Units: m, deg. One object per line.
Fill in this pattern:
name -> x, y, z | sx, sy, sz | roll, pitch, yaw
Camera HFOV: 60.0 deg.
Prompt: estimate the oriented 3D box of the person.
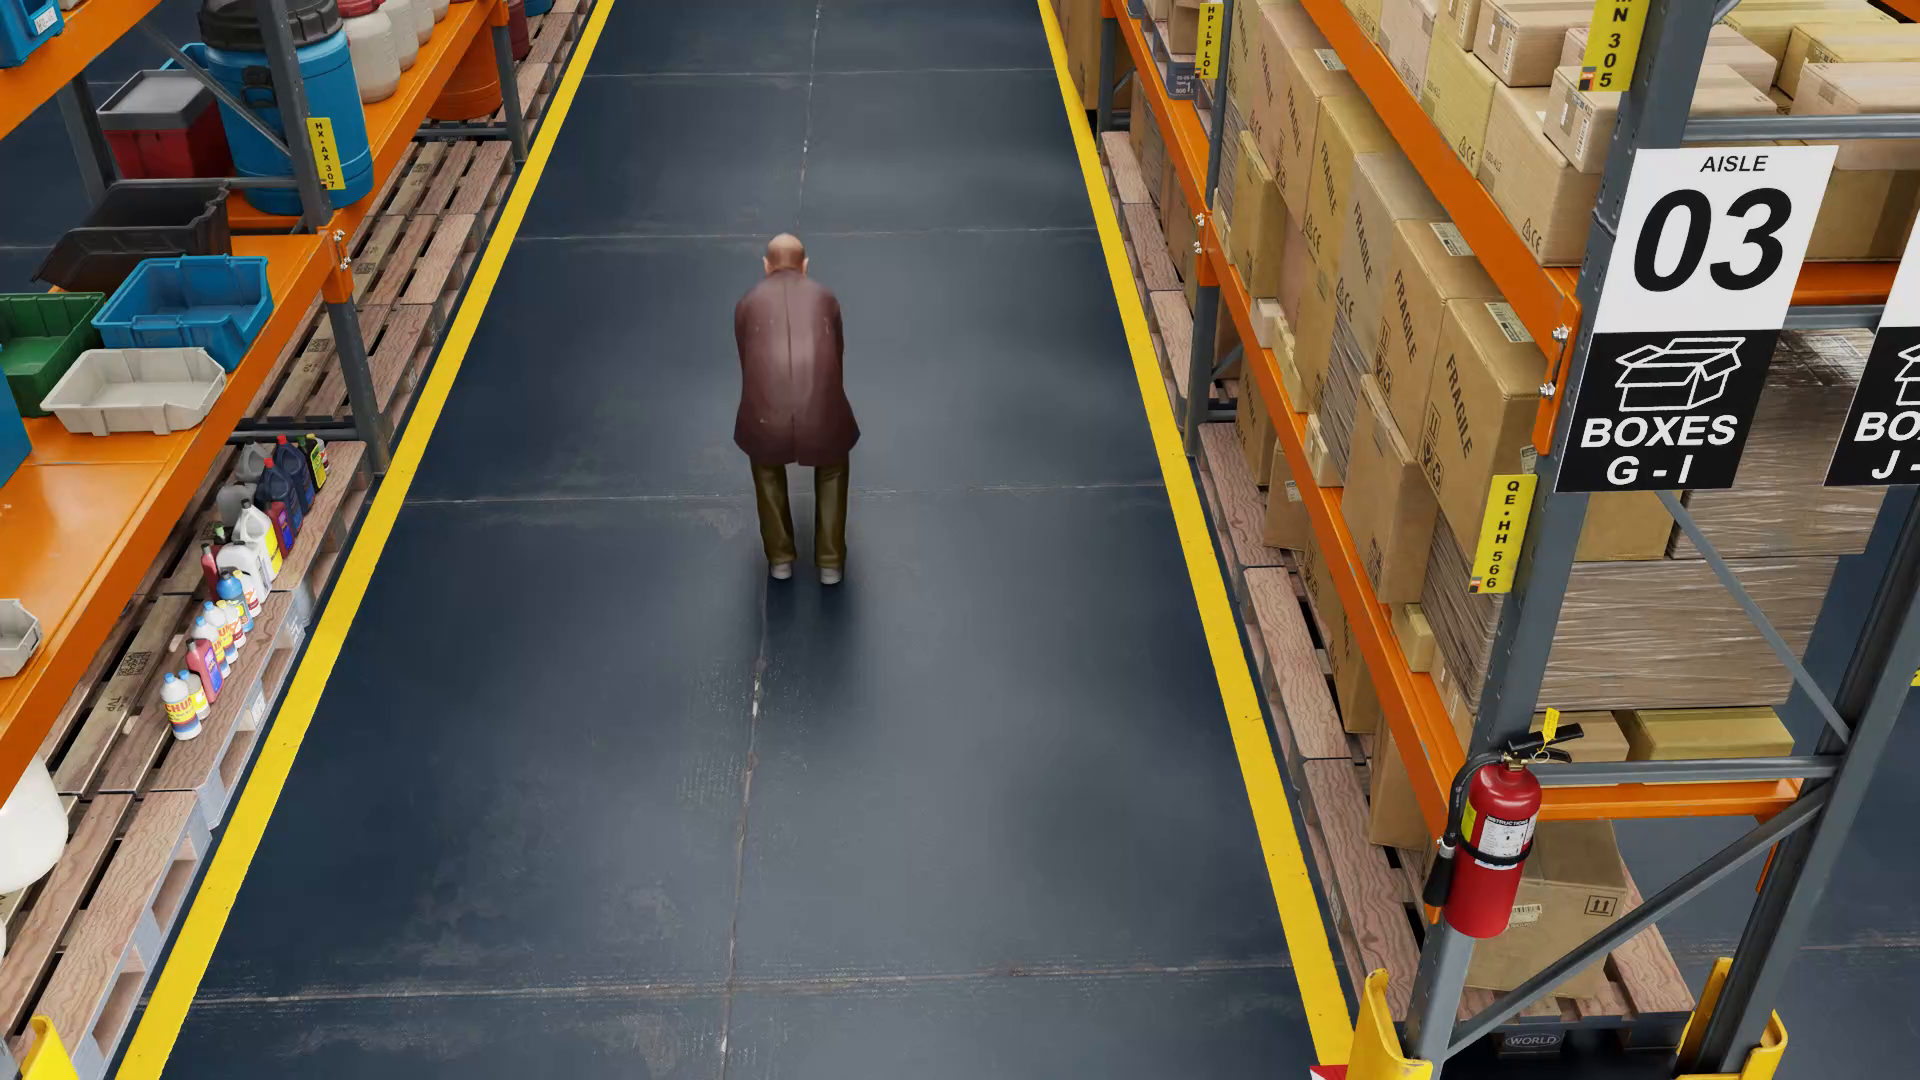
person -> -0.717, -0.566, 7.334 | 0.547, 1.370, 0.891 | -2, 35, -3
